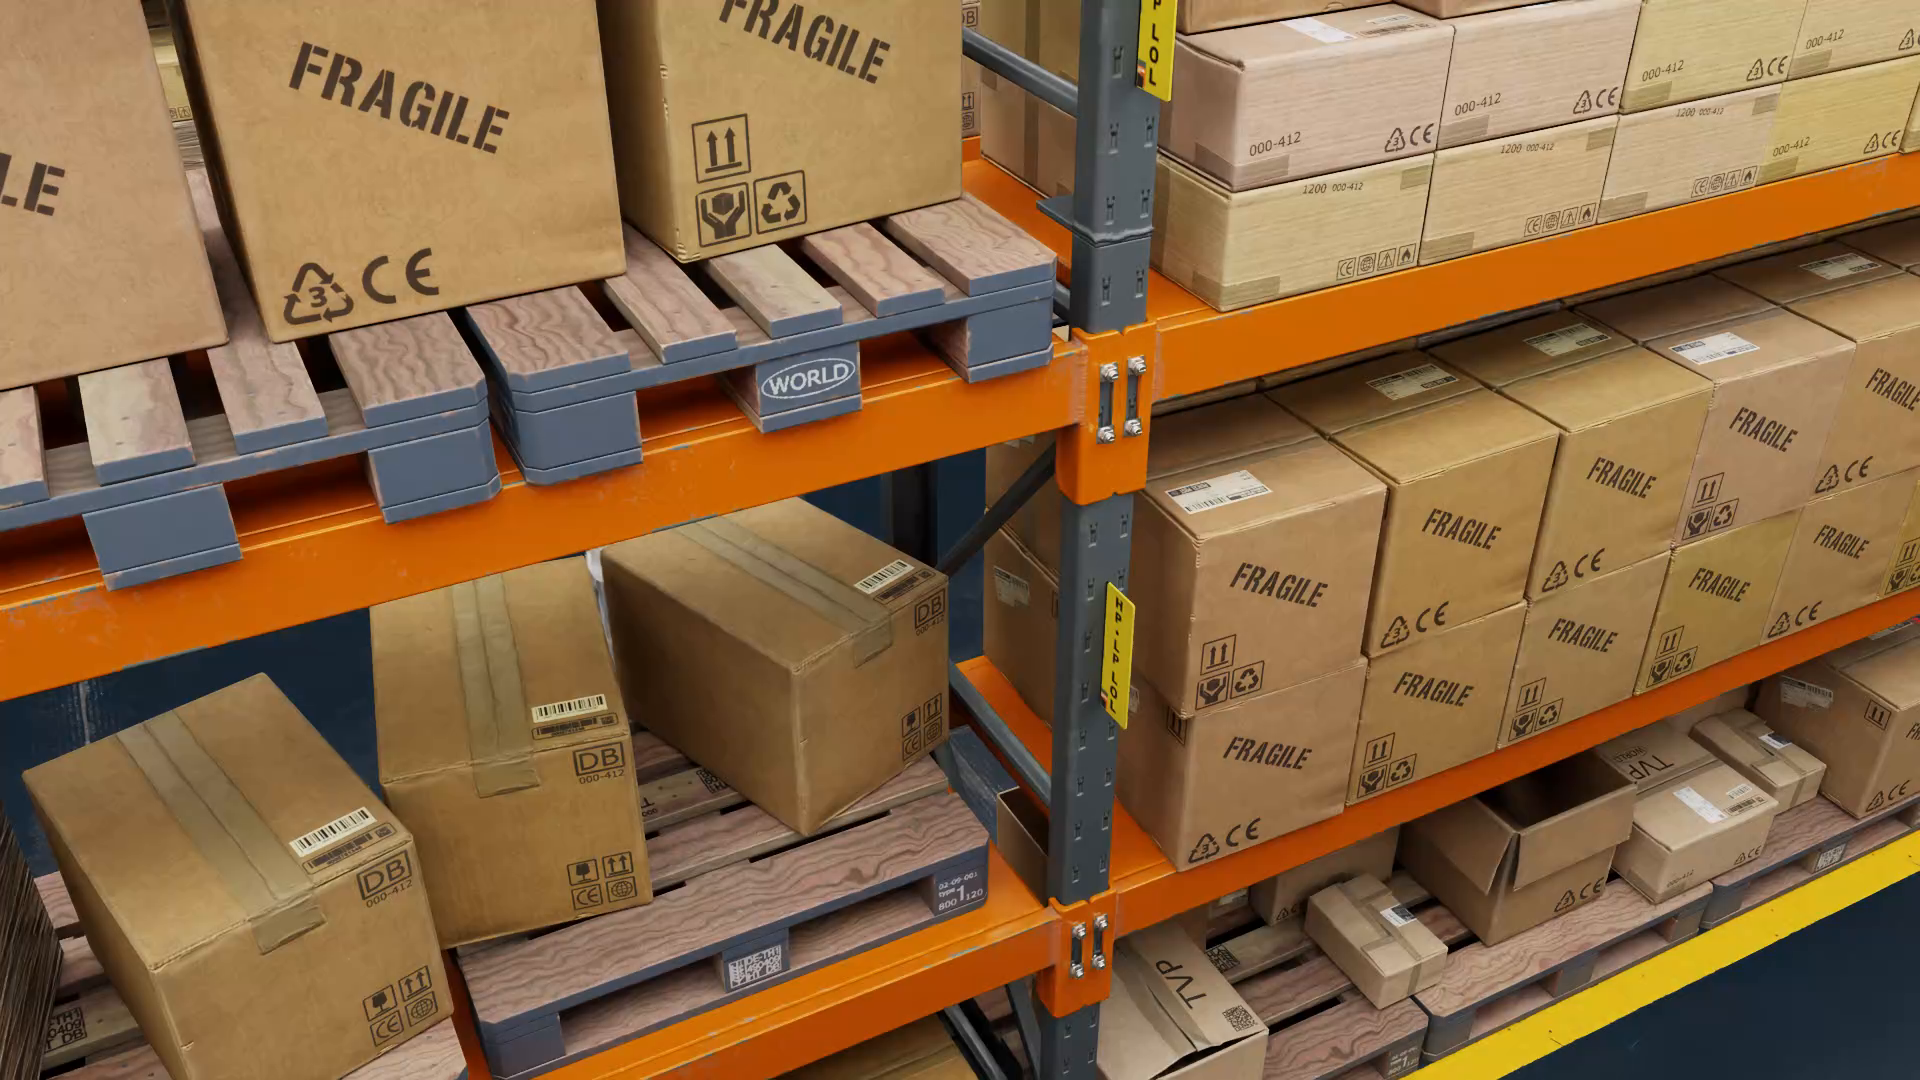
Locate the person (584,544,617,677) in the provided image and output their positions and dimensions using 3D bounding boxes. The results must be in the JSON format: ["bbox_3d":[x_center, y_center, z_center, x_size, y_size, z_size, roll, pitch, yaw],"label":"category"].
[{"bbox_3d":[-1.105,0.056,6.020,0.722,1.769,0.579,-7,33,-11],"label":"person"}]
